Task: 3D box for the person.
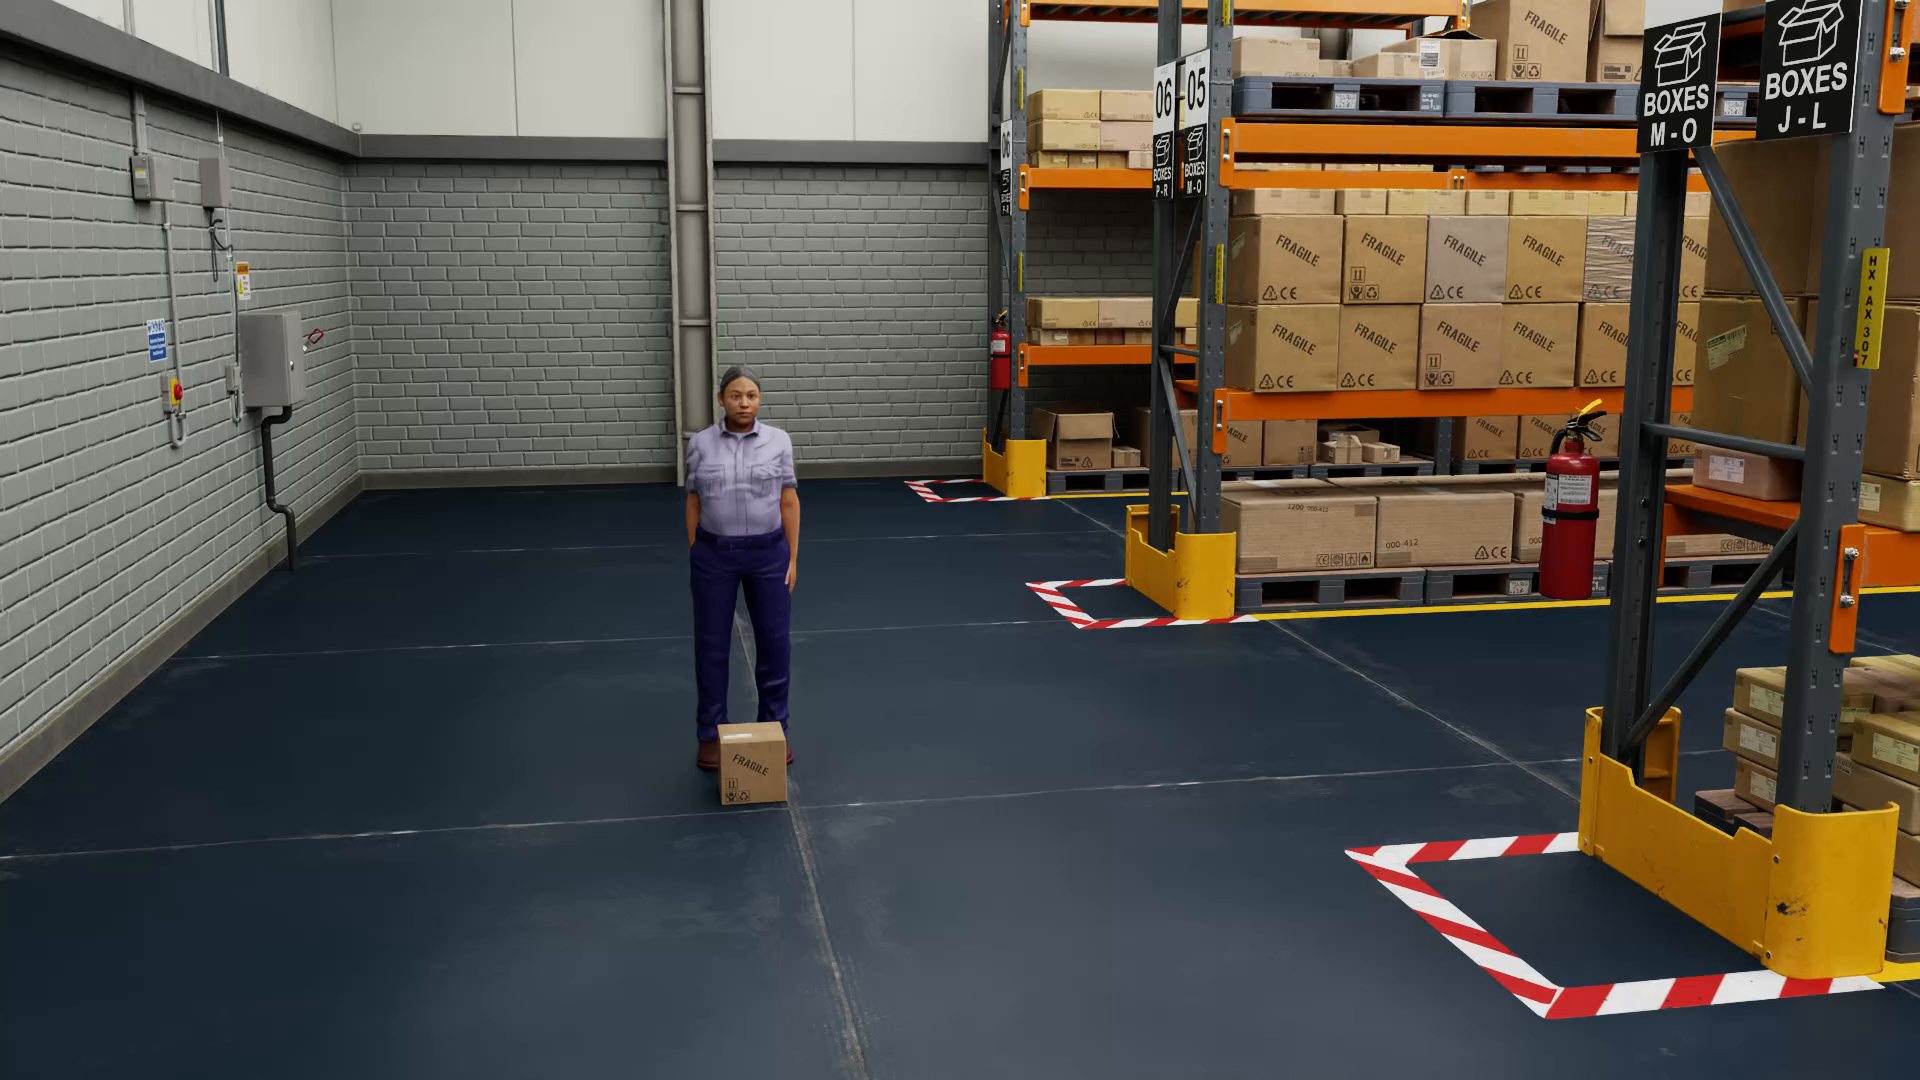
[{"bbox_3d":[-0.886,0.107,6.832,0.467,1.646,0.342,-2,10,-10],"label":"person"}]
